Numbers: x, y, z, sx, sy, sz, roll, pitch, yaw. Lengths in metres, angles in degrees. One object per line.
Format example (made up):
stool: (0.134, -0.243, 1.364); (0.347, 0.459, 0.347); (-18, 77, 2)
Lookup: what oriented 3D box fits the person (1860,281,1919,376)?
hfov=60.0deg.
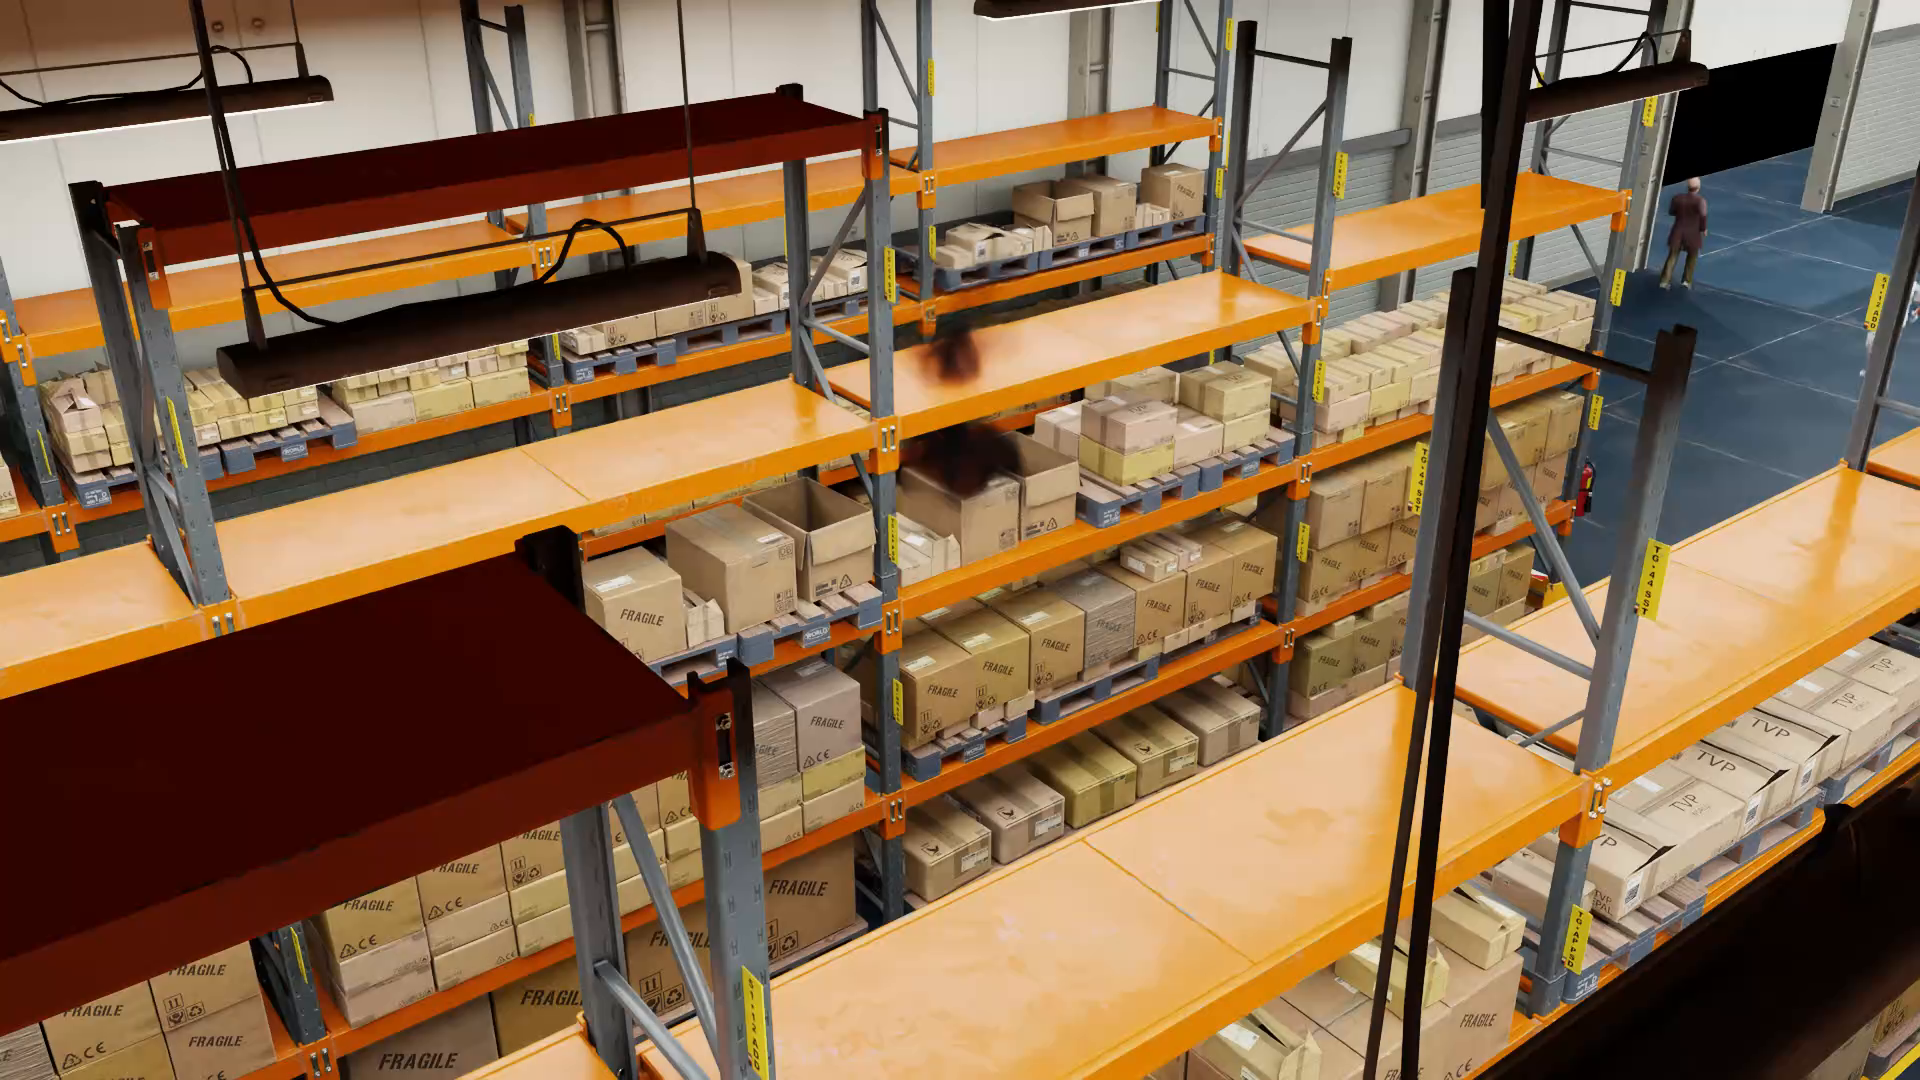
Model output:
person: (12.191, -2.842, 21.839); (0.663, 1.766, 0.999); (3, 26, 7)

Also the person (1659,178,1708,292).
person: (11.149, -4.659, 25.586); (0.677, 1.837, 0.904); (20, 33, 35)
